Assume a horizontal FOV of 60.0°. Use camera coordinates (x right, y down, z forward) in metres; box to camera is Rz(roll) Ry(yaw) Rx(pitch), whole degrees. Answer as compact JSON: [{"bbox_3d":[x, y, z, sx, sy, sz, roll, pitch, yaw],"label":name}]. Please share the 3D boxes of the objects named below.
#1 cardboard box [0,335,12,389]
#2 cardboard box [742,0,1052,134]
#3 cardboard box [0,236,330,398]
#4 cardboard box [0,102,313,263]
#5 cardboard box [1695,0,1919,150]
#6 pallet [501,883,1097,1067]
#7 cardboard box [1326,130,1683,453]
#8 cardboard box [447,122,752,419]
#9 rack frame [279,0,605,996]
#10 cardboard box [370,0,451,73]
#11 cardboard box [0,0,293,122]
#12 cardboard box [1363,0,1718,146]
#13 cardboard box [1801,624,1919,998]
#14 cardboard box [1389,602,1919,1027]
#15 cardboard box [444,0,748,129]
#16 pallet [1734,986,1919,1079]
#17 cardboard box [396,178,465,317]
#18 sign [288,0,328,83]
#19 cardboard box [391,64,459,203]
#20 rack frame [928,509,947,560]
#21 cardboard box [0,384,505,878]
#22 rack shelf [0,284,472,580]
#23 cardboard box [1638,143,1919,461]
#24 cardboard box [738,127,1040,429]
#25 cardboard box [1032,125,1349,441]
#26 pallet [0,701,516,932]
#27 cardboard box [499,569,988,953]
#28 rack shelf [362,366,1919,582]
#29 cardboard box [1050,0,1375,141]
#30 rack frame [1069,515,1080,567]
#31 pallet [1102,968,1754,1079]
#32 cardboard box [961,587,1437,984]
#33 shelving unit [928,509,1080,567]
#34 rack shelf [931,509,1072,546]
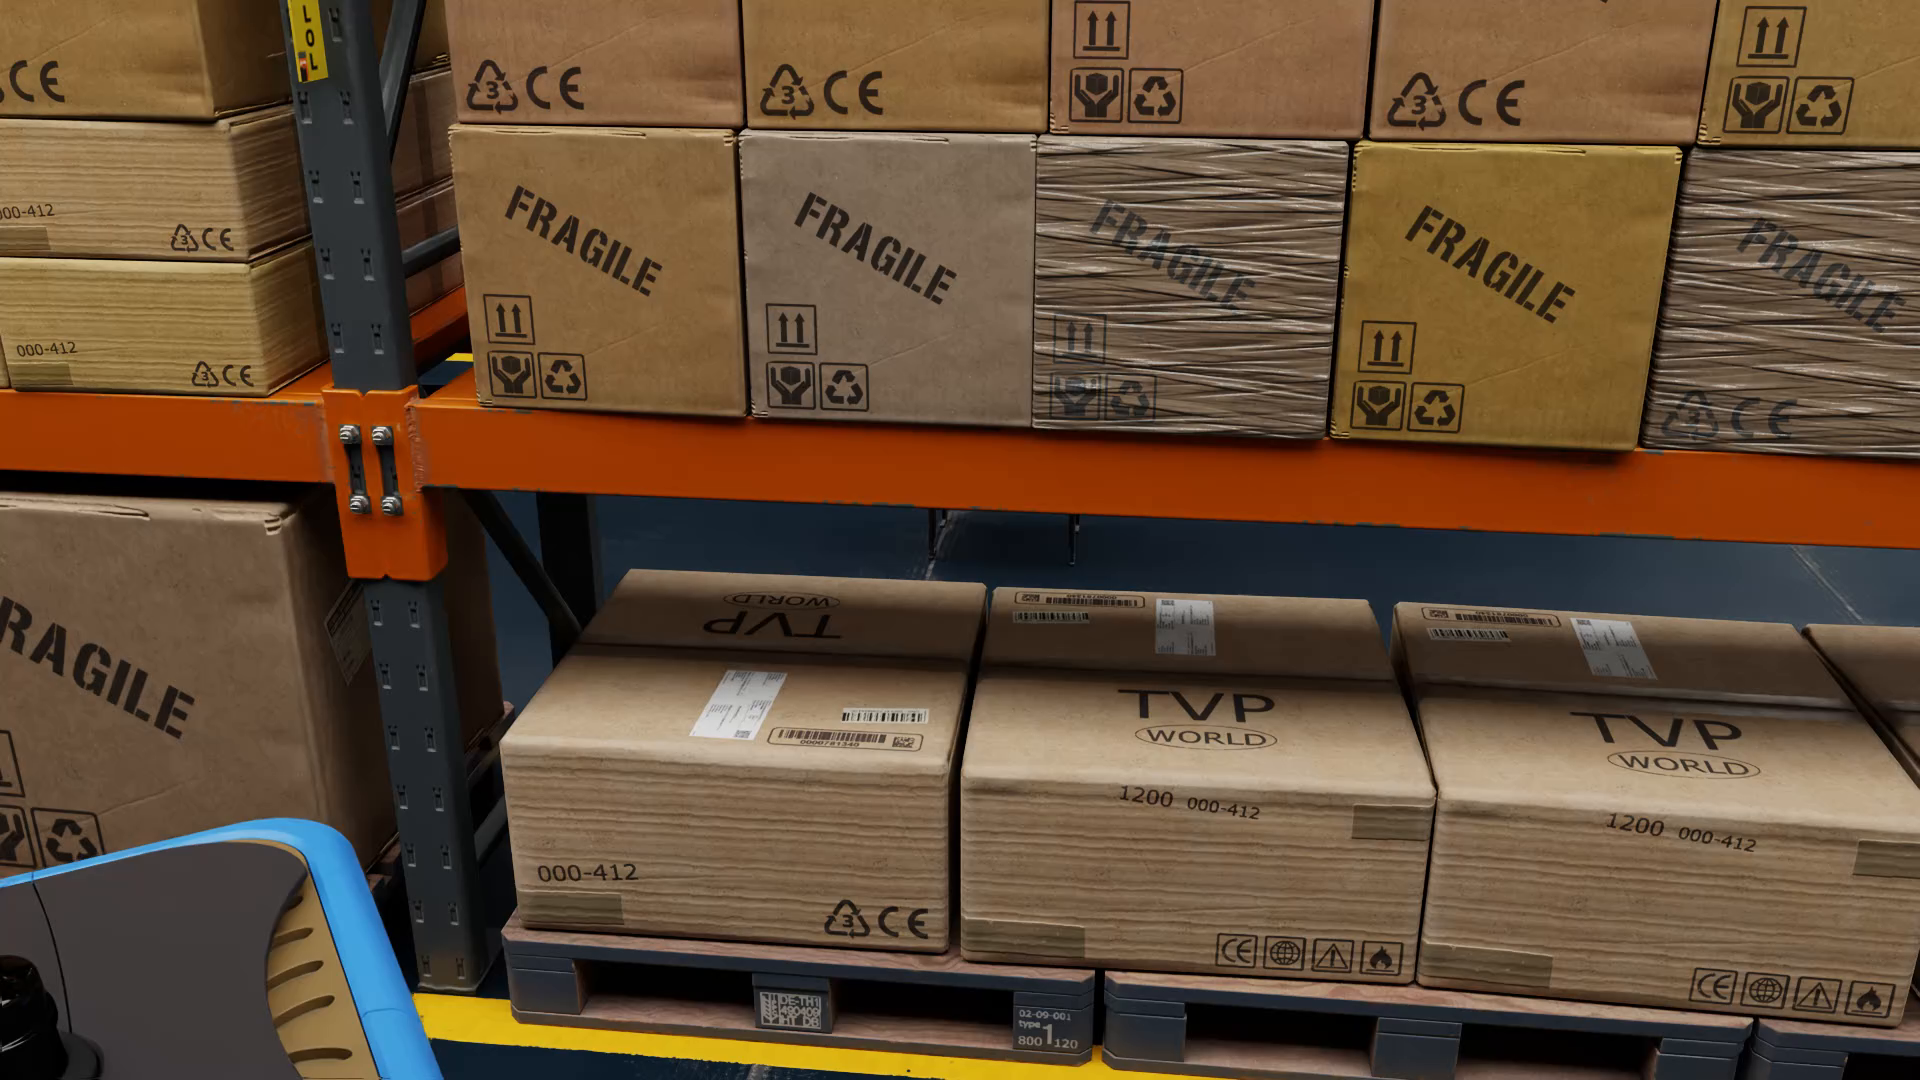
[{"bbox_3d":[-2.006,-0.498,3.324,0.500,0.250,0.500,2,22,6],"label":"cardboard box"},{"bbox_3d":[-0.080,-0.996,2.884,0.500,0.500,0.500,2,22,6],"label":"cardboard box"},{"bbox_3d":[-1.500,-0.476,3.267,0.500,0.250,0.500,2,22,5],"label":"cardboard box"},{"bbox_3d":[-1.491,-0.711,3.183,0.500,0.250,0.500,2,22,6],"label":"cardboard box"},{"bbox_3d":[1.427,-0.925,2.703,0.500,0.500,0.500,2,22,6],"label":"cardboard box"},{"bbox_3d":[-0.279,0.740,3.781,1.213,0.211,1.003,2,22,6],"label":"pallet"},{"bbox_3d":[0.914,-0.479,2.936,0.500,0.500,0.500,3,22,8],"label":"cardboard box"},{"bbox_3d":[-0.590,-0.549,3.112,0.500,0.500,0.500,3,22,8],"label":"cardboard box"},{"bbox_3d":[-1.025,-0.618,3.423,0.127,3.000,1.000,2,22,6],"label":"rack frame"},{"bbox_3d":[-1.428,-1.254,3.535,0.500,0.500,0.500,3,22,7],"label":"cardboard box"},{"bbox_3d":[-1.498,-1.057,3.038,0.500,0.500,0.500,3,22,8],"label":"cardboard box"},{"bbox_3d":[0.928,-0.947,2.760,0.500,0.500,0.500,2,22,6],"label":"cardboard box"},{"bbox_3d":[2.280,0.559,3.359,0.875,0.438,0.875,2,22,4],"label":"cardboard box"},{"bbox_3d":[1.370,0.523,3.452,0.875,0.438,0.875,3,22,8],"label":"cardboard box"},{"bbox_3d":[-0.581,-1.021,2.945,0.500,0.500,0.500,3,22,7],"label":"cardboard box"},{"bbox_3d":[2.144,0.846,3.513,1.213,0.211,1.003,2,22,6],"label":"pallet"},{"bbox_3d":[-1.431,-0.664,3.743,0.500,0.250,0.500,2,22,5],"label":"cardboard box"},{"bbox_3d":[-1.079,-0.921,2.723,0.005,0.325,0.100,2,22,6],"label":"sign"},{"bbox_3d":[-1.429,-0.903,3.668,0.500,0.250,0.500,2,22,5],"label":"cardboard box"},{"bbox_3d":[-0.078,-0.980,5.562,0.015,2.100,0.400,2,22,6],"label":"rack frame"},{"bbox_3d":[-1.650,0.177,3.731,0.875,0.875,0.875,3,22,8],"label":"cardboard box"},{"bbox_3d":[-3.011,-0.370,3.774,4.000,0.370,1.077,2,22,6],"label":"rack shelf"},{"bbox_3d":[1.428,-0.462,2.892,0.500,0.500,0.500,3,22,8],"label":"cardboard box"},{"bbox_3d":[-0.091,-0.525,3.053,0.500,0.500,0.500,3,22,7],"label":"cardboard box"},{"bbox_3d":[0.402,-0.502,2.993,0.500,0.500,0.500,3,22,7],"label":"cardboard box"},{"bbox_3d":[-1.800,0.673,3.951,1.213,0.211,1.003,2,22,6],"label":"pallet"},{"bbox_3d":[-0.414,0.444,3.649,0.875,0.438,0.875,2,22,6],"label":"cardboard box"},{"bbox_3d":[0.961,-0.197,3.337,4.000,0.370,1.077,2,22,6],"label":"rack shelf"},{"bbox_3d":[0.428,-0.970,2.818,0.500,0.500,0.500,3,22,7],"label":"cardboard box"},{"bbox_3d":[0.407,-0.959,5.509,0.015,2.100,0.400,2,22,6],"label":"rack frame"},{"bbox_3d":[0.936,0.792,3.649,1.213,0.211,1.003,2,22,6],"label":"pallet"},{"bbox_3d":[0.475,0.483,3.552,0.875,0.438,0.875,2,22,5],"label":"cardboard box"},{"bbox_3d":[0.164,-0.969,5.536,0.503,2.100,0.431,2,22,6],"label":"shelving unit"},{"bbox_3d":[0.164,-0.306,5.798,0.480,0.518,0.431,2,22,6],"label":"rack shelf"}]
